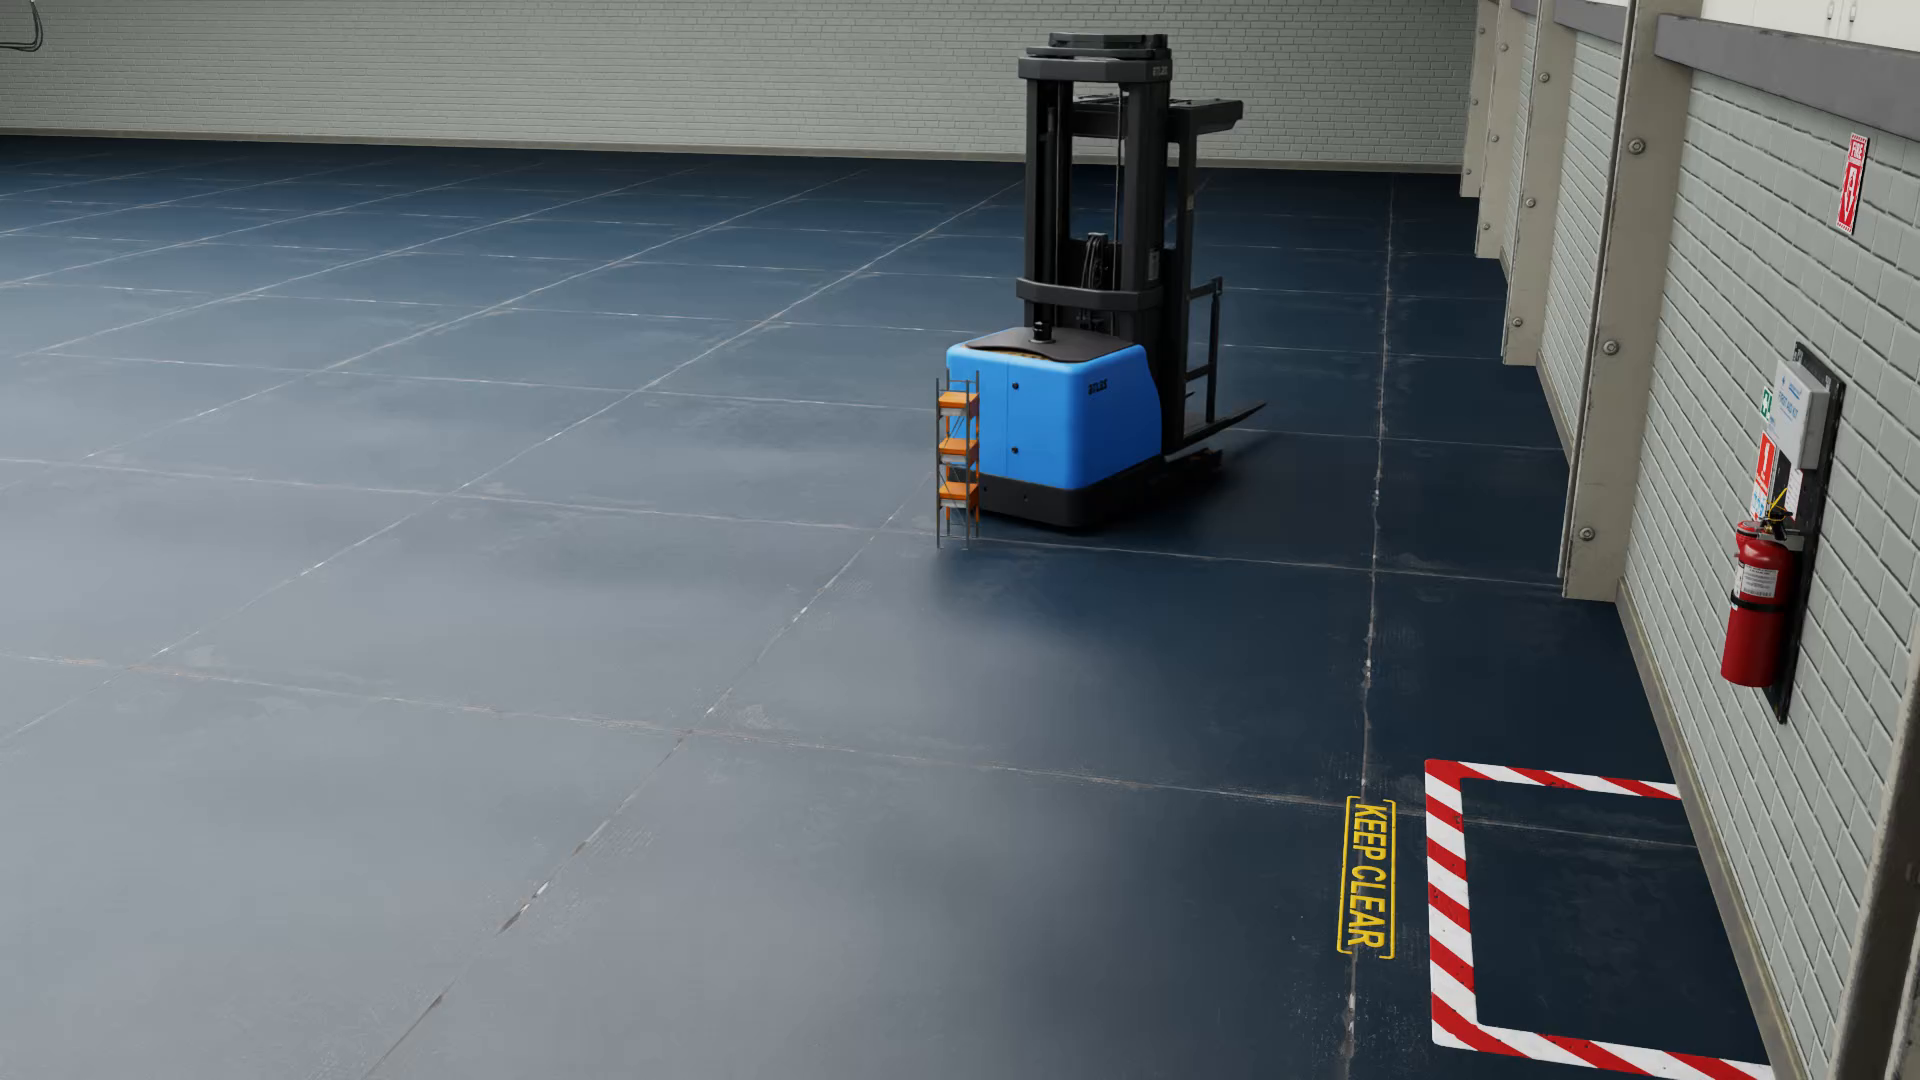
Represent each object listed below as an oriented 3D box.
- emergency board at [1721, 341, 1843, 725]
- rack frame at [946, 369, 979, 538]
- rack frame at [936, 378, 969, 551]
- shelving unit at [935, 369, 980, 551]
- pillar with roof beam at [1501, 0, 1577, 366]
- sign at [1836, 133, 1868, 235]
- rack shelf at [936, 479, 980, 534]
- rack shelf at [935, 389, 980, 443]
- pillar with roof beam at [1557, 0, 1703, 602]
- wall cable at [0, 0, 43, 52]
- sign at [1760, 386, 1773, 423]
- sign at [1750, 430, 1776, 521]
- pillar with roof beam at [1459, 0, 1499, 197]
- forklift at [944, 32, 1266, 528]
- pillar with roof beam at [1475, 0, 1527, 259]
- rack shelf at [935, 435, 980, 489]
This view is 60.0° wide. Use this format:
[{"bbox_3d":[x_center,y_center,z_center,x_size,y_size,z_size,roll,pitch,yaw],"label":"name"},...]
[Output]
[{"bbox_3d":[2.728,-0.039,5.662,0.194,1.169,0.643,5,19,13],"label":"emergency board"},{"bbox_3d":[0.017,-0.518,10.081,0.200,1.050,0.008,5,19,13],"label":"rack frame"},{"bbox_3d":[-0.043,-0.442,9.857,0.200,1.050,0.008,5,19,13],"label":"rack frame"},{"bbox_3d":[-0.013,-0.480,9.969,0.215,1.050,0.252,5,19,13],"label":"shelving unit"},{"bbox_3d":[0.844,-6.208,14.441,9.100,9.000,0.400,5,19,13],"label":"pillar with roof beam"},{"bbox_3d":[2.826,-1.131,5.272,0.001,0.298,0.199,5,19,13],"label":"sign"},{"bbox_3d":[-0.013,-0.207,10.062,0.215,0.259,0.240,5,19,13],"label":"rack shelf"},{"bbox_3d":[-0.013,-0.739,9.880,0.215,0.259,0.240,5,19,13],"label":"rack shelf"},{"bbox_3d":[-0.622,-4.327,8.935,9.100,9.000,0.400,5,19,13],"label":"pillar with roof beam"},{"bbox_3d":[-20.592,-11.466,34.640,3.097,2.526,0.112,5,19,13],"label":"wall cable"},{"bbox_3d":[2.953,-0.472,6.052,0.001,0.109,0.331,5,19,13],"label":"sign"},{"bbox_3d":[2.963,-0.221,6.140,0.001,0.329,0.234,5,19,13],"label":"sign"},{"bbox_3d":[3.776,-9.969,25.453,9.100,9.000,0.400,5,19,13],"label":"pillar with roof beam"},{"bbox_3d":[1.163,-1.878,11.152,1.130,2.935,3.031,13,23,33],"label":"forklift"},{"bbox_3d":[2.310,-8.089,19.947,9.100,9.000,0.400,5,19,13],"label":"pillar with roof beam"},{"bbox_3d":[-0.013,-0.470,9.972,0.215,0.259,0.240,5,19,13],"label":"rack shelf"}]
